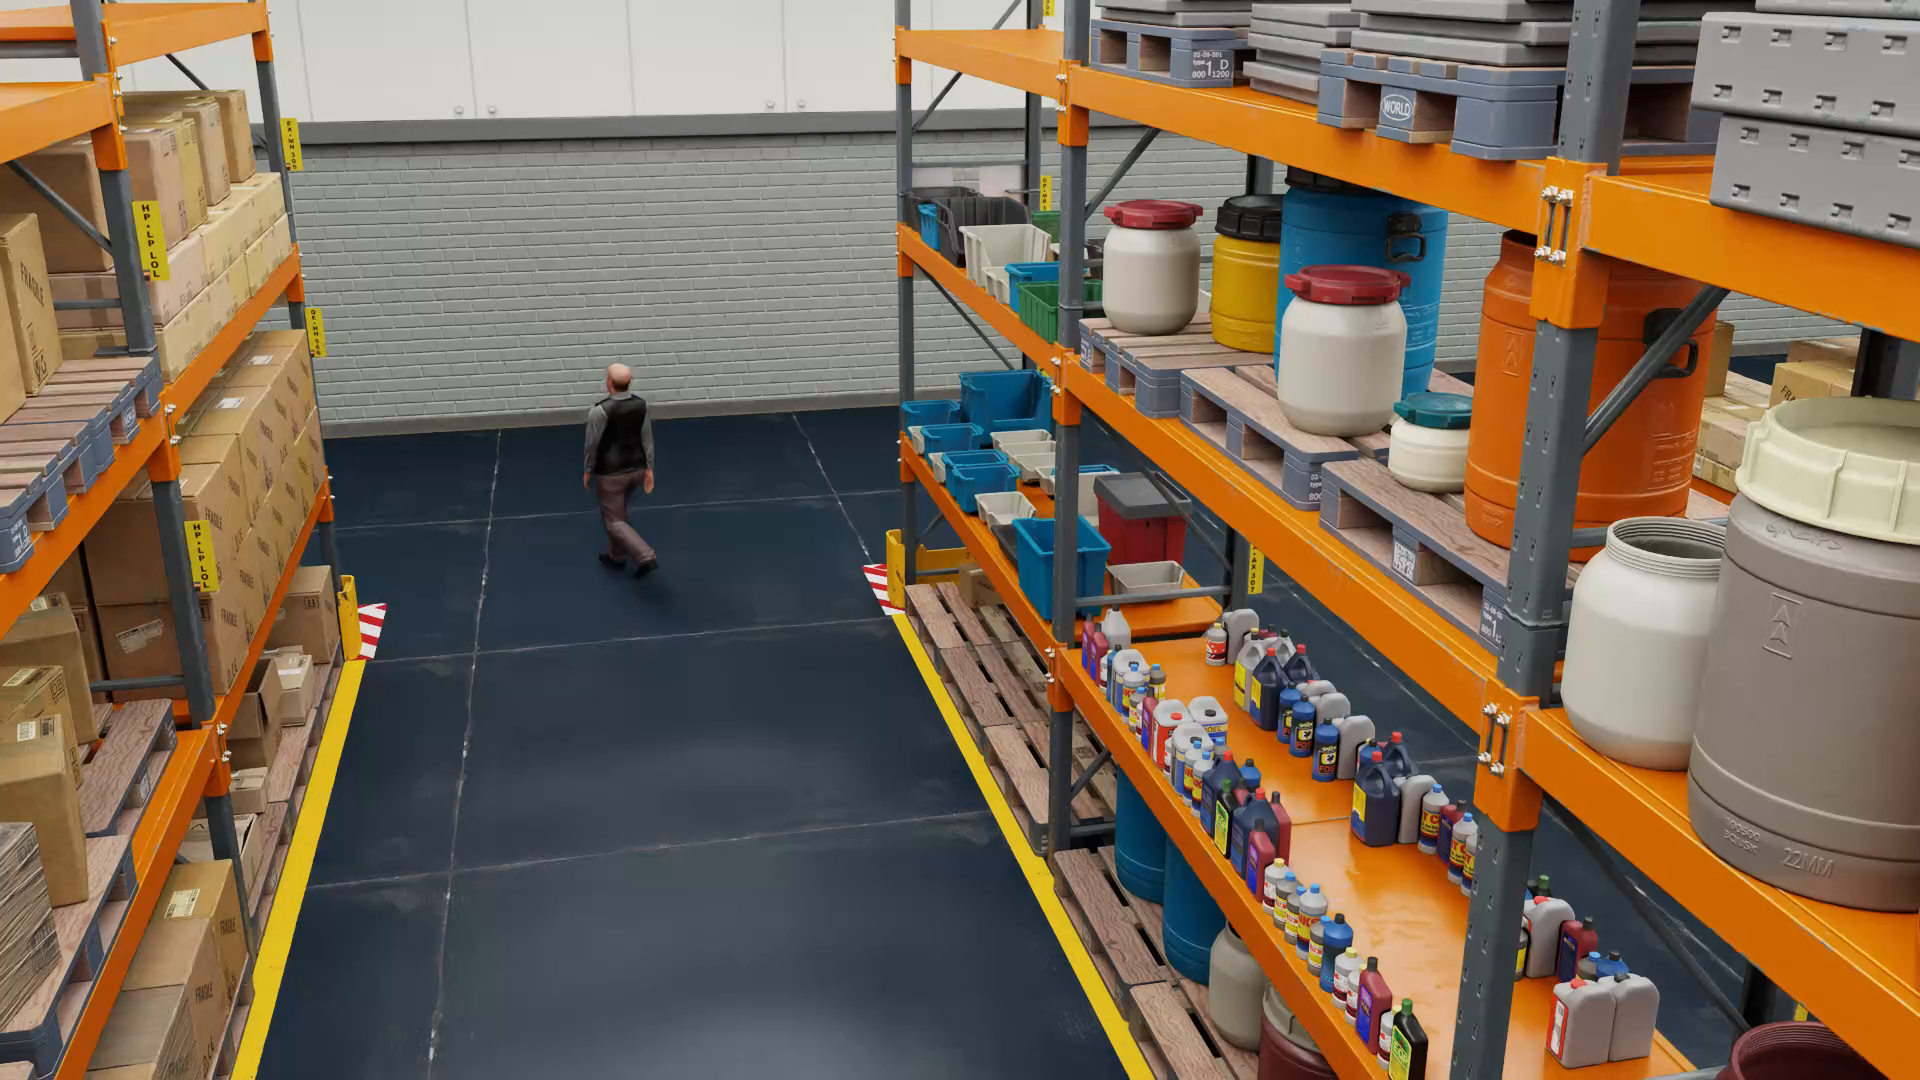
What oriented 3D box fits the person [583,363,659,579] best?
[{"bbox_3d":[-2.587,-0.478,12.653,0.920,1.609,0.536,16,25,39],"label":"person"}]
